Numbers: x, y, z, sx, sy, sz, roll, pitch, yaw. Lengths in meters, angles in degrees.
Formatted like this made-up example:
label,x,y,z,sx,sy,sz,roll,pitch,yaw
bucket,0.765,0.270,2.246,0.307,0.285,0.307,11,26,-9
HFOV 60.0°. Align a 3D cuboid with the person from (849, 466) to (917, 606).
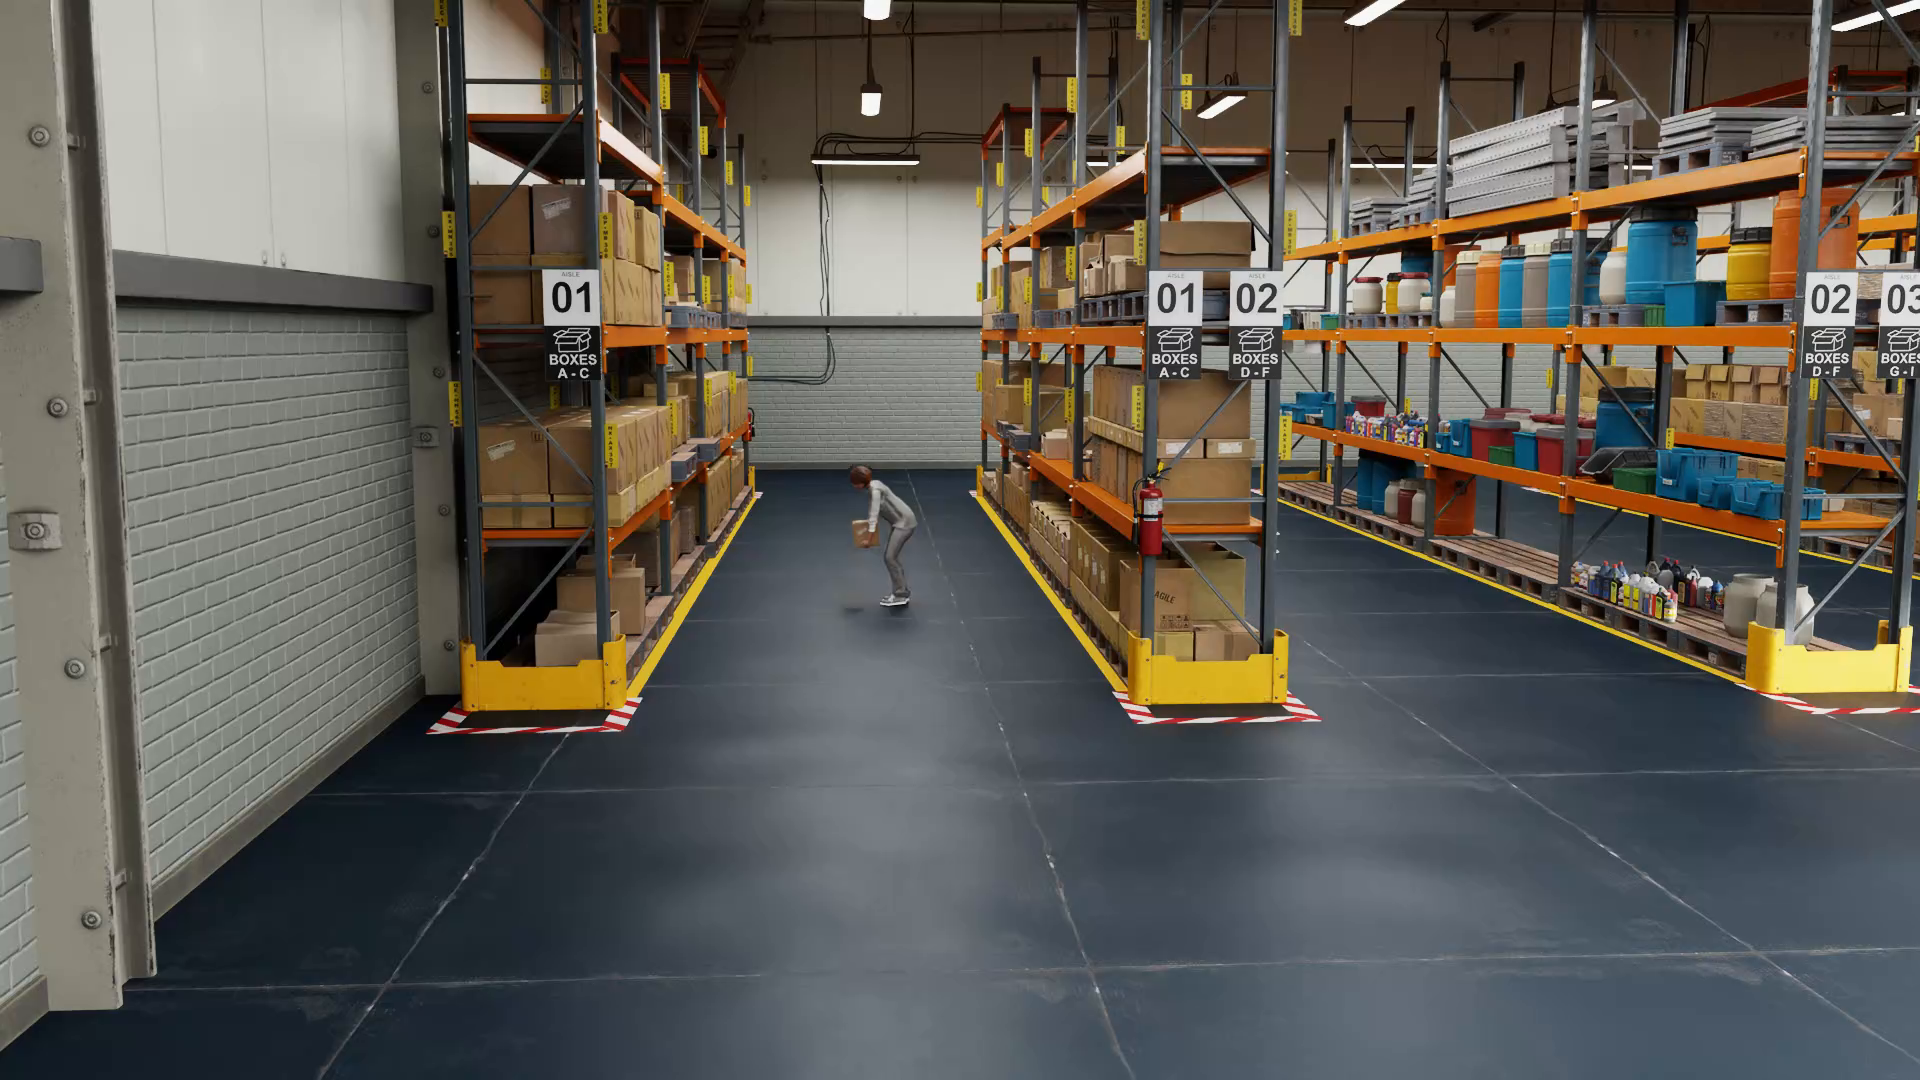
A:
label,x,y,z,sx,sy,sz,roll,pitch,yaw
person,-0.777,-0.038,16.909,0.687,1.404,0.383,-1,7,-5
